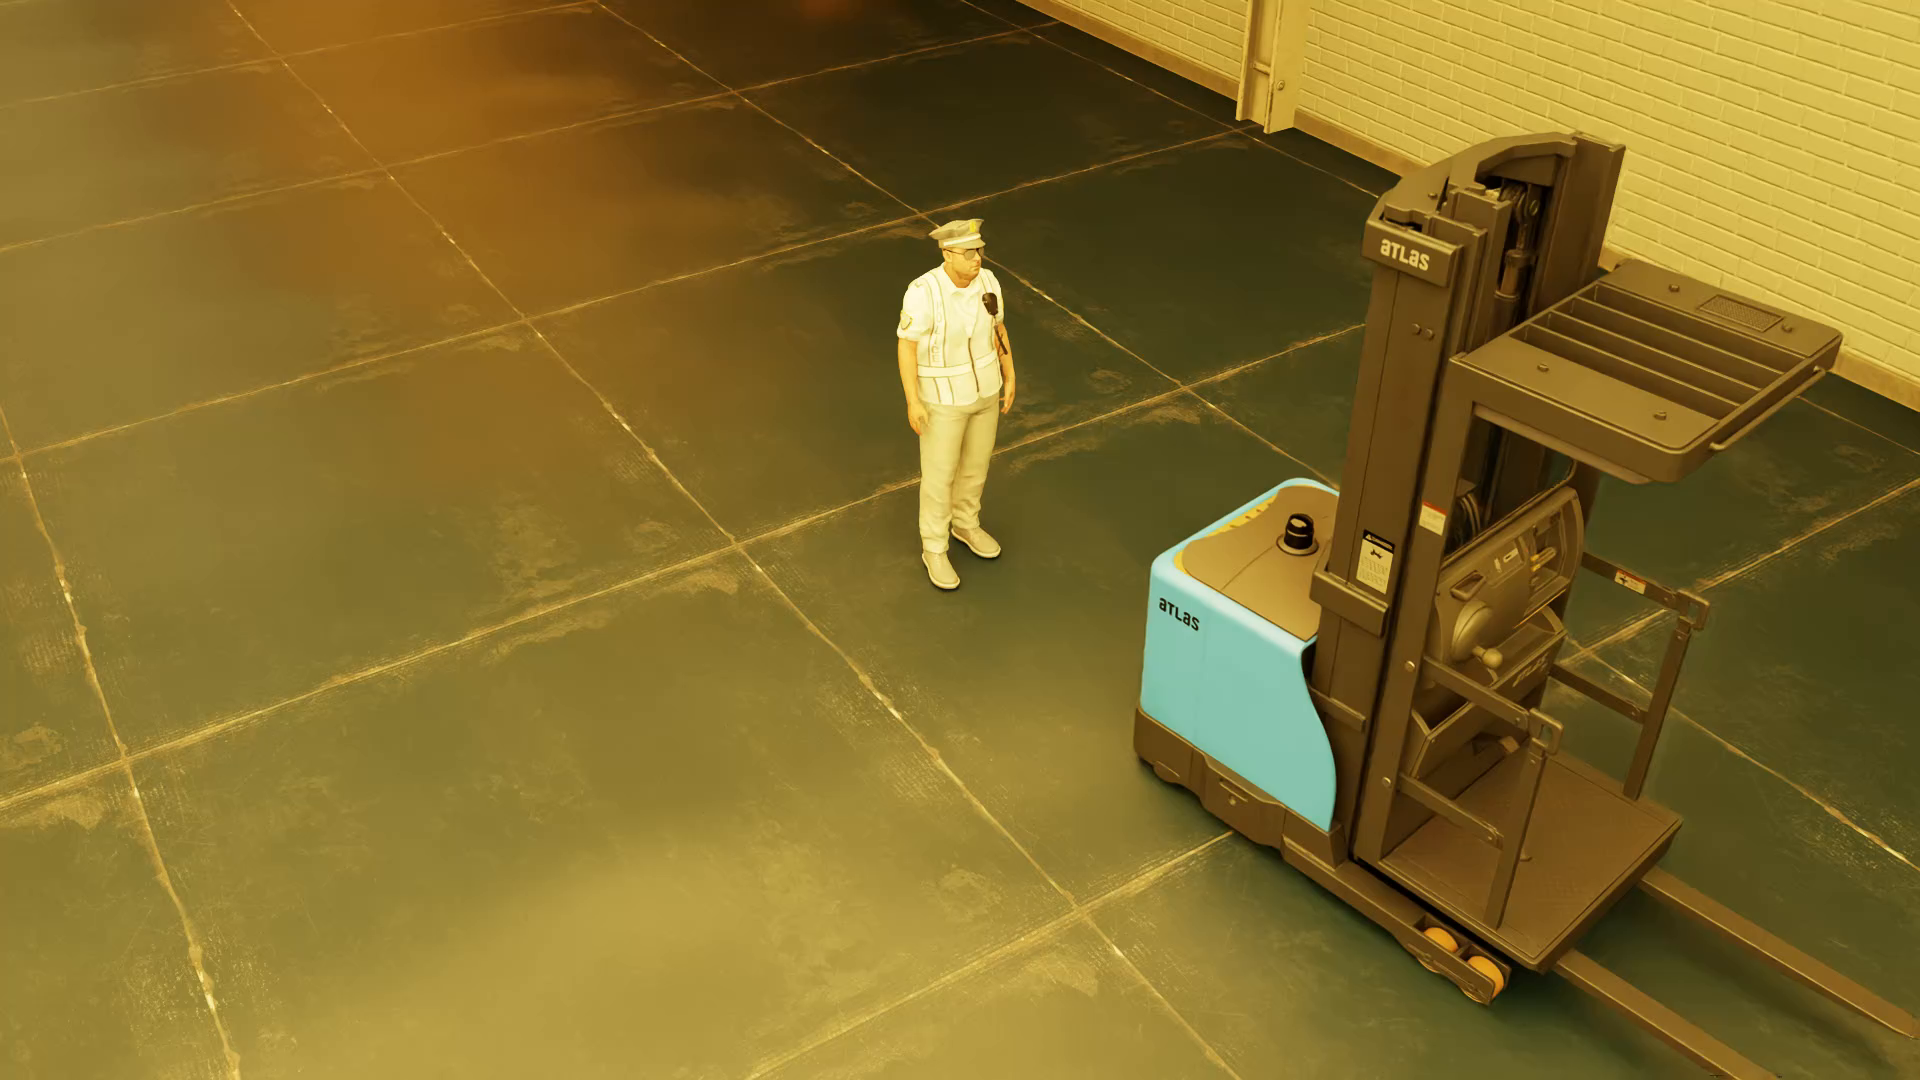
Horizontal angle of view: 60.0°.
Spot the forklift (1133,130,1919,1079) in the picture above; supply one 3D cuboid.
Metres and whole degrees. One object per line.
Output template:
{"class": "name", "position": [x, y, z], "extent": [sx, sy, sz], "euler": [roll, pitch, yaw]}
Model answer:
{"class": "forklift", "position": [2.125, 0.196, 5.869], "extent": [1.130, 2.935, 3.031], "euler": [-28, 44, -34]}

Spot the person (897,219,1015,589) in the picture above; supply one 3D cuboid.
{"class": "person", "position": [0.033, -0.695, 8.121], "extent": [0.641, 1.781, 0.574], "euler": [-21, 40, -27]}
